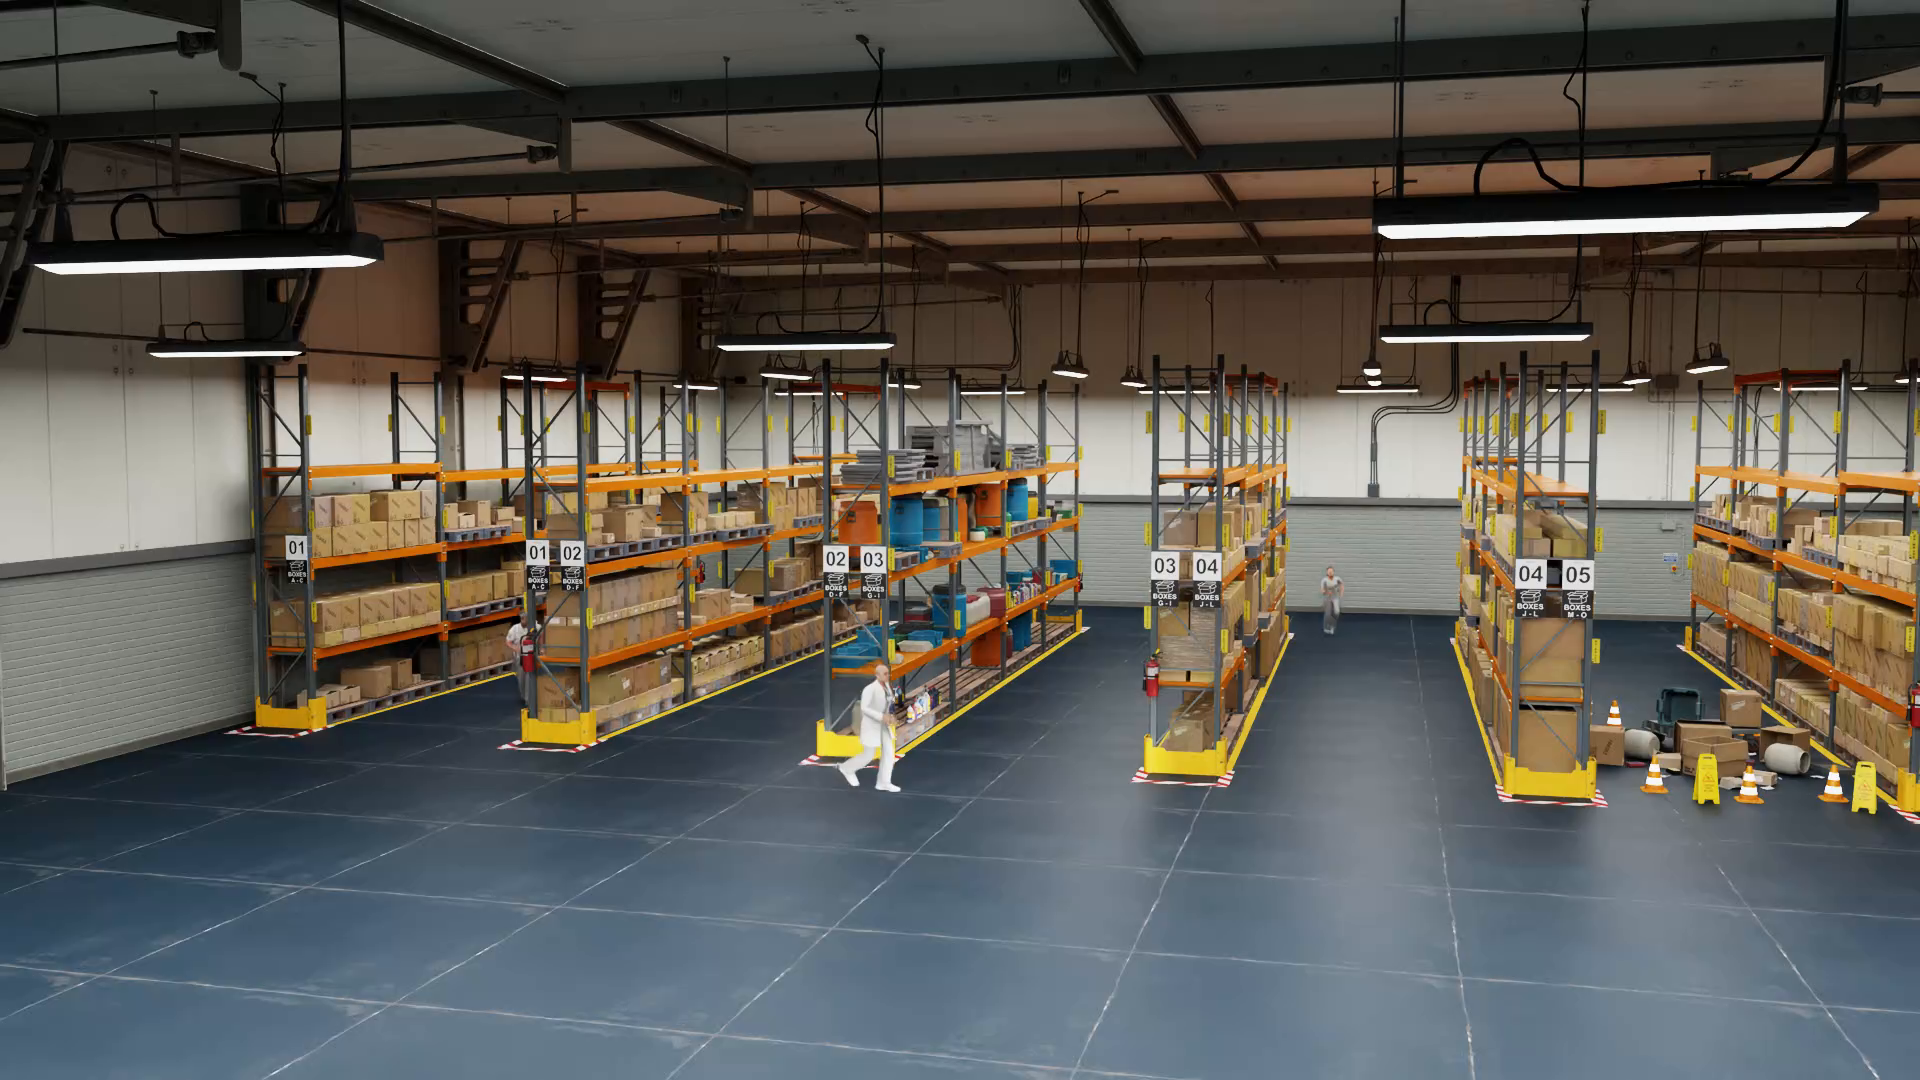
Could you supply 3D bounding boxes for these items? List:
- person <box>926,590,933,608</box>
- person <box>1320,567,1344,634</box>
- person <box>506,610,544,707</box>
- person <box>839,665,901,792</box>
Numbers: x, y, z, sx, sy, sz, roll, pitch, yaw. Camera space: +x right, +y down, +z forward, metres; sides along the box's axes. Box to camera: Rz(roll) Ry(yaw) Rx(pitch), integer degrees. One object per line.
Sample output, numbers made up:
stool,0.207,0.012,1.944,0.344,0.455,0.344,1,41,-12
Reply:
person,-0.413,1.757,35.455,0.572,1.425,0.970,3,5,33
person,8.853,1.439,39.574,0.585,1.618,0.810,0,4,3
person,-7.792,2.088,29.813,0.651,1.741,0.902,-1,4,-13
person,-1.239,2.564,22.799,0.946,1.743,0.704,3,5,33
